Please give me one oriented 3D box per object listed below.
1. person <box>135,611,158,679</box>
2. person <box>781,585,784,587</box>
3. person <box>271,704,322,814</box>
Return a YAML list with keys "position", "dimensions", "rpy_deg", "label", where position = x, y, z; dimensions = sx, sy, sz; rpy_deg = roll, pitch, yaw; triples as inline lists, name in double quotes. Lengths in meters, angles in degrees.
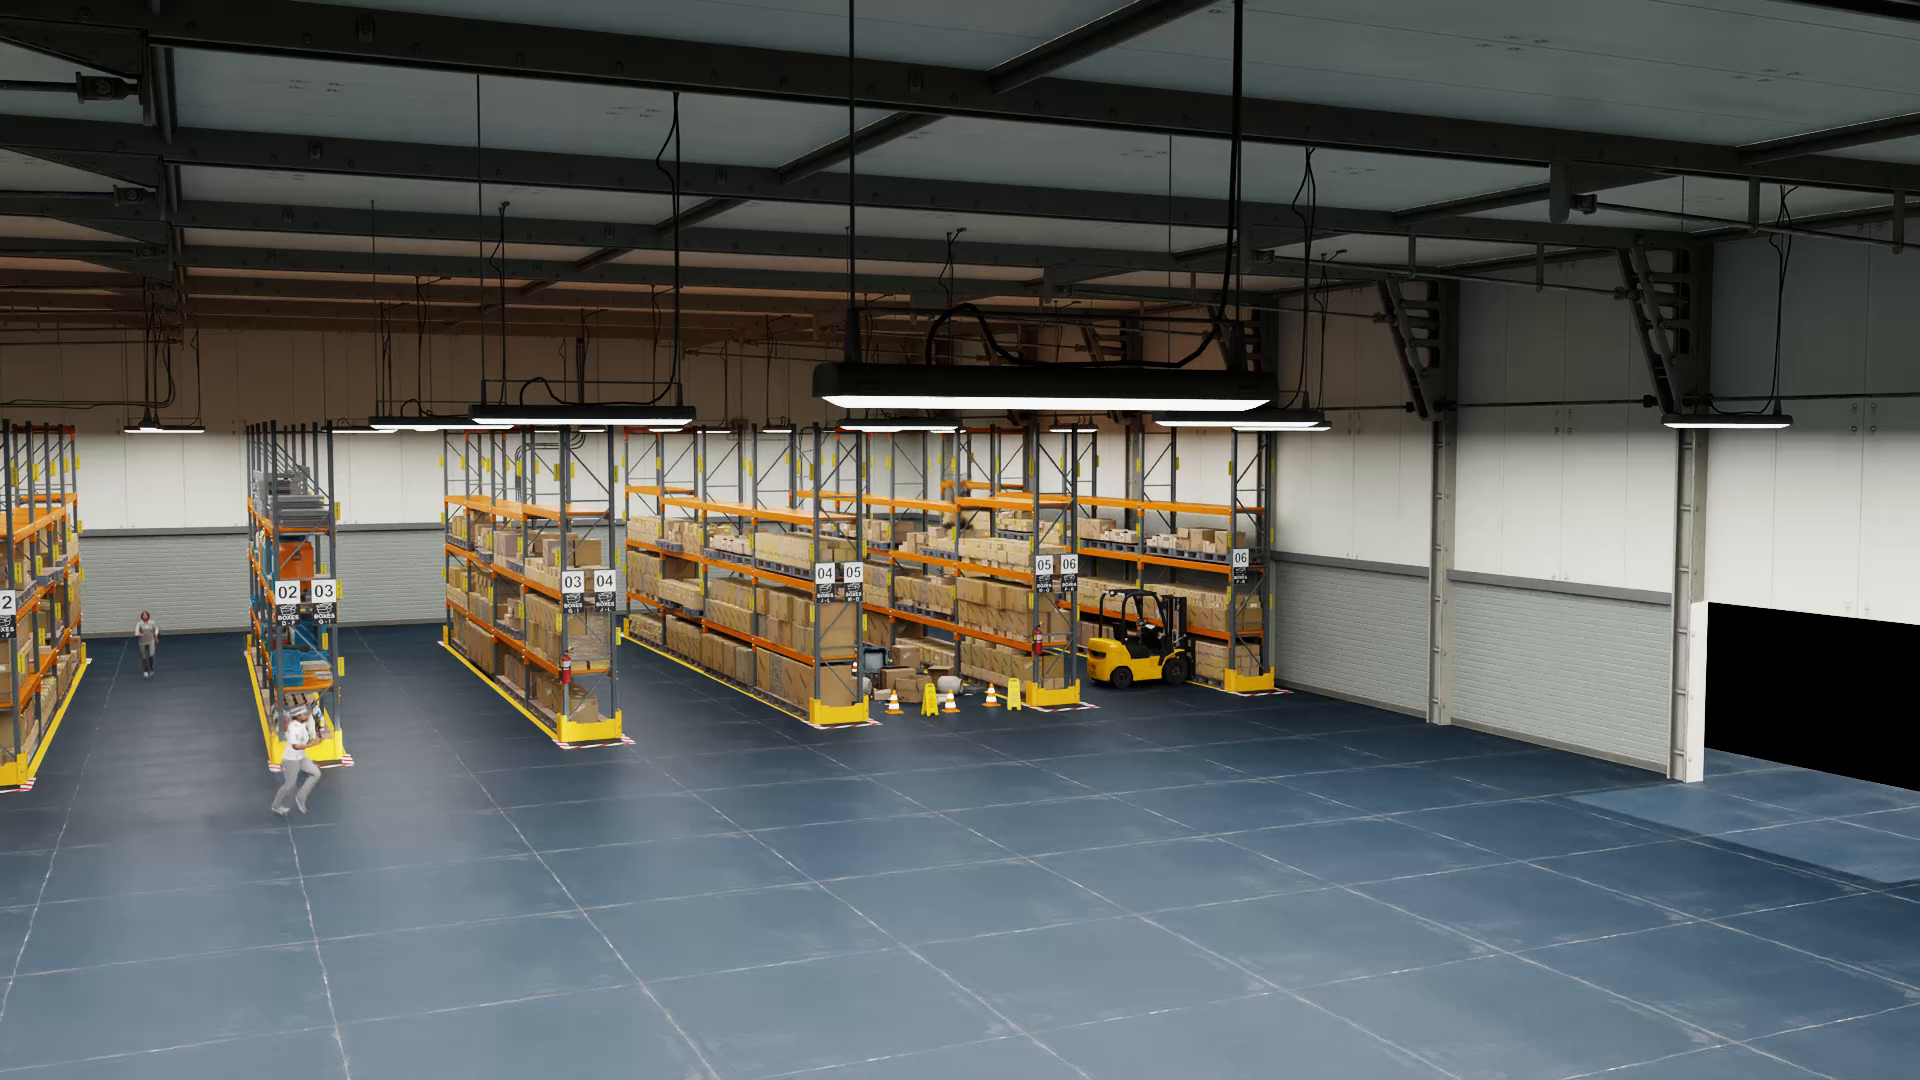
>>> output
- position: [-19.169, 2.471, 39.218]
  dimensions: [0.508, 1.604, 0.667]
  rpy_deg: [-2, 4, -28]
  label: "person"
- position: [-4.693, 2.093, 44.888]
  dimensions: [0.547, 1.731, 0.756]
  rpy_deg: [-3, 5, -44]
  label: "person"
- position: [-10.015, 3.306, 25.102]
  dimensions: [0.790, 1.665, 0.603]
  rpy_deg: [0, 4, -4]
  label: "person"
